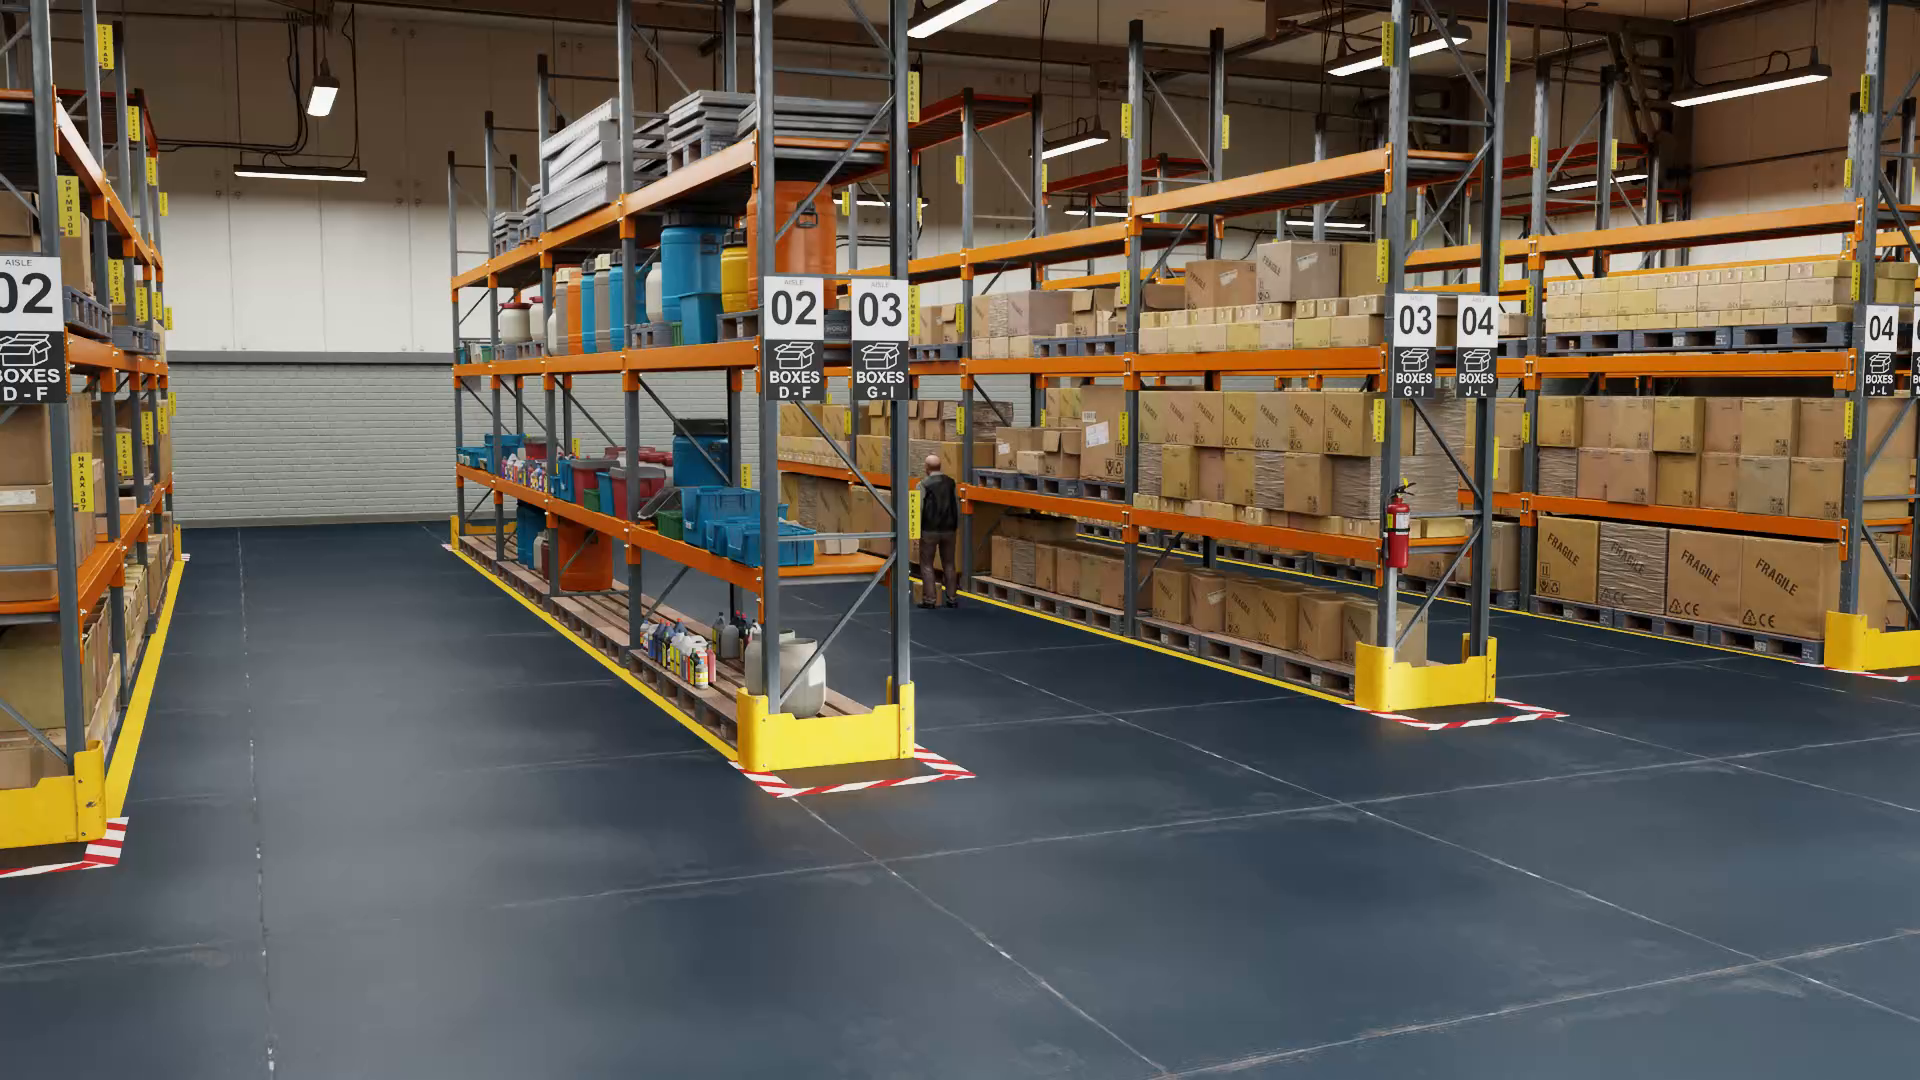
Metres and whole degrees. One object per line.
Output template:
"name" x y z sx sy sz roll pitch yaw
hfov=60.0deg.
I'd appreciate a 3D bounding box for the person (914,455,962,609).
"person" -0.252 -0.090 18.698 0.586 1.721 0.412 -2 6 -25
